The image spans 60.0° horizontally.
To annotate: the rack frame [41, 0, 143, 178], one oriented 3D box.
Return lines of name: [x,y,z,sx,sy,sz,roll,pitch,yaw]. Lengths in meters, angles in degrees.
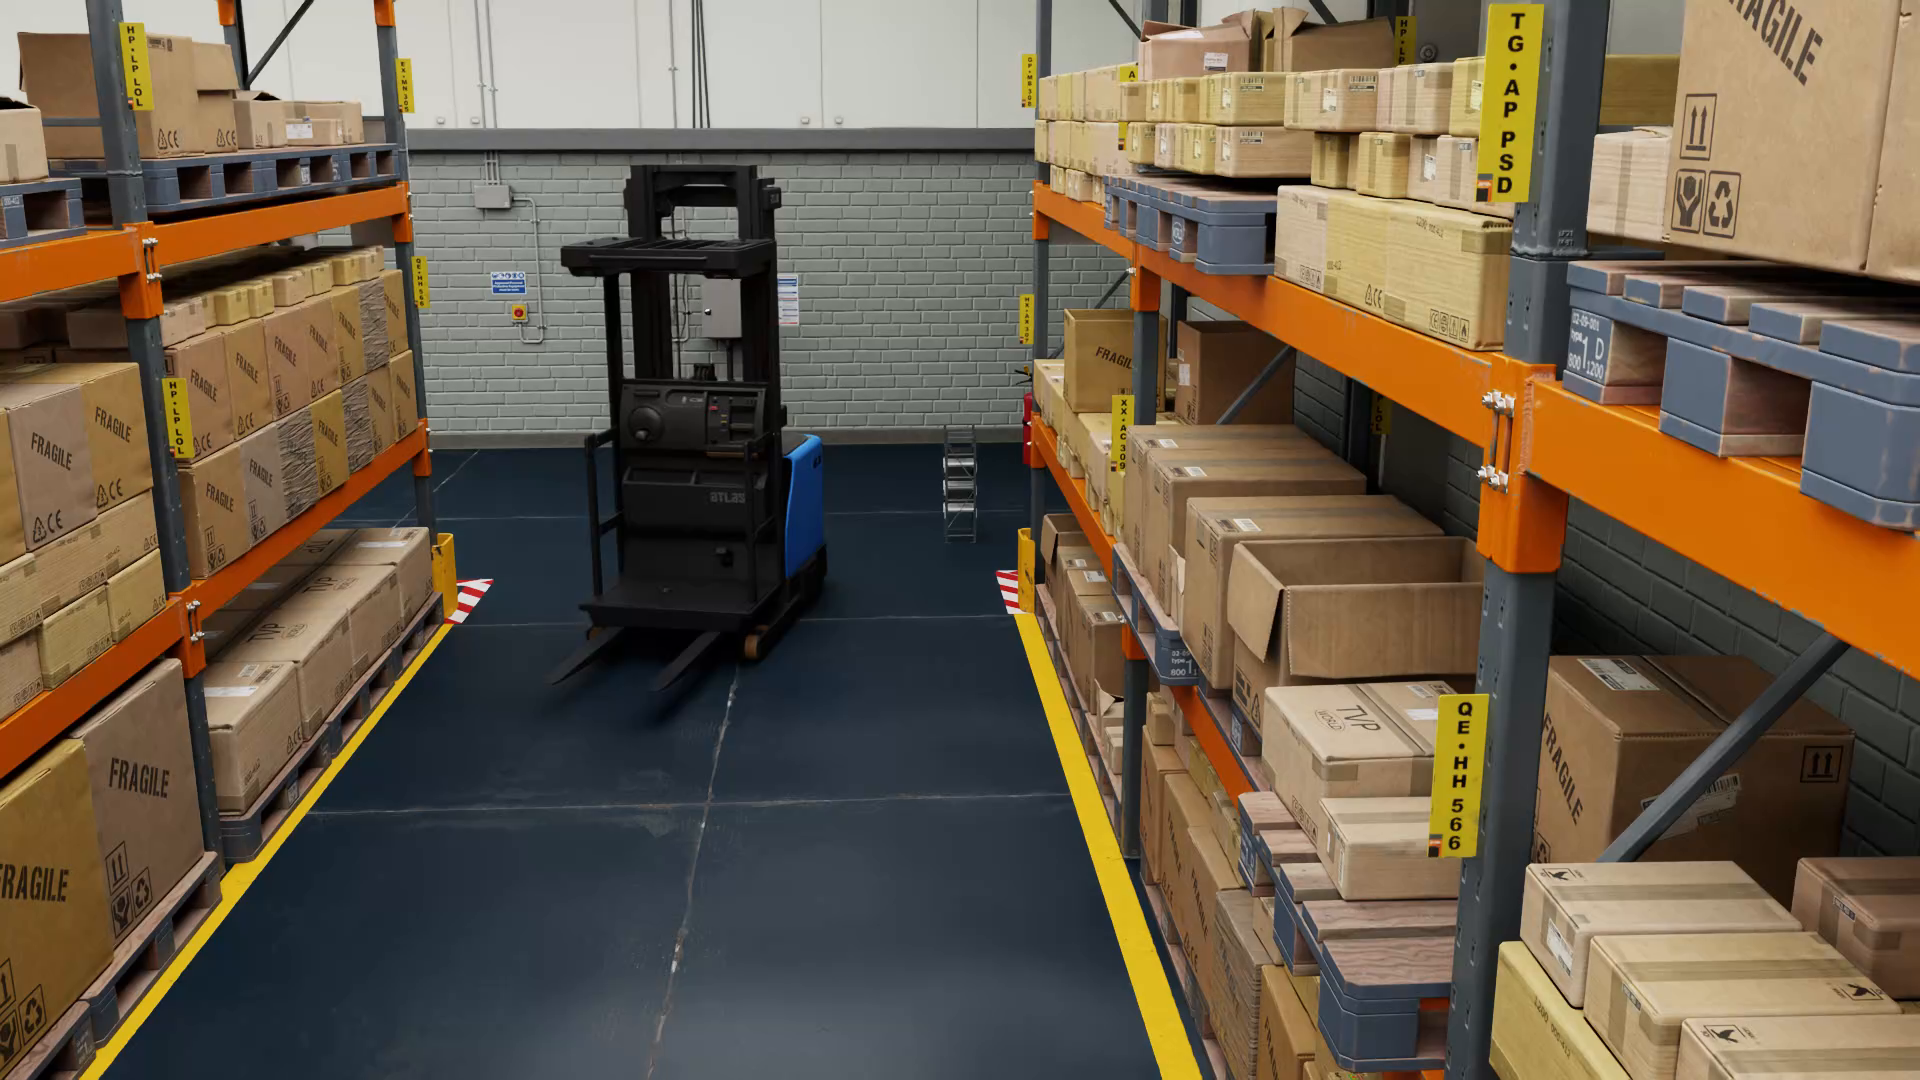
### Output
rack frame: [-3.724,-2.867,6.110,1.000,3.000,0.127,-1,14,-3]

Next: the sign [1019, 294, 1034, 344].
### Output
sign: [0.440,-1.445,10.885,0.100,0.325,0.005,-1,14,-3]

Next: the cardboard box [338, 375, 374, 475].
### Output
cardboard box: [-3.620,-0.636,9.278,0.500,0.500,0.500,0,14,-2]

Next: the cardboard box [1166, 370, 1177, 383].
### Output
cardboard box: [1.306,-0.867,10.080,0.500,0.250,0.500,-1,14,-3]

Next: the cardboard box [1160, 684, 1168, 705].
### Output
cardboard box: [1.047,0.602,6.941,0.380,0.149,0.250,-1,14,-4]

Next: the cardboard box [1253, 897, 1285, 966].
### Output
cardboard box: [1.140,1.200,5.216,0.380,0.149,0.250,-2,15,-6]

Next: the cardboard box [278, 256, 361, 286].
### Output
cardboard box: [-3.636,-1.528,9.437,0.380,0.149,0.250,-1,14,-2]

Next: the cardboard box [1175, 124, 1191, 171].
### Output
cardboard box: [0.917,-1.288,5.452,0.380,0.149,0.250,-1,14,-4]

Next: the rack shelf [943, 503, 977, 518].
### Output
rack shelf: [-0.001,-0.231,12.975,0.258,0.077,0.200,-1,14,-3]

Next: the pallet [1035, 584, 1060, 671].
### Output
pallet: [1.037,0.534,10.529,1.003,0.211,1.213,-1,14,-3]

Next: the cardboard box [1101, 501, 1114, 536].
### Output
cardboard box: [0.880,-0.122,7.983,0.380,0.149,0.250,-1,14,-2]

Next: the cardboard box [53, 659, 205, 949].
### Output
cardboard box: [-3.606,1.017,6.475,0.875,0.875,0.875,0,14,-2]

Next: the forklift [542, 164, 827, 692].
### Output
forklift: [-1.701,-0.777,10.163,1.130,2.935,3.031,2,15,9]

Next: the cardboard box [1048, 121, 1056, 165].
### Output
cardboard box: [0.788,-2.317,9.698,0.500,0.250,0.500,-1,14,-2]

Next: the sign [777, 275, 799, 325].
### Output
sign: [-1.759,-2.368,16.399,0.329,0.494,0.001,-1,14,-3]

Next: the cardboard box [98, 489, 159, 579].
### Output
cardboard box: [-3.454,-0.025,6.402,0.500,0.250,0.500,-1,14,-3]

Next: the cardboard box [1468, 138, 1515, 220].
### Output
cardboard box: [1.215,-0.702,3.216,0.380,0.149,0.250,-1,14,-2]

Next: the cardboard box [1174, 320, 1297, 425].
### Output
cardboard box: [1.403,-0.848,8.502,0.500,0.500,0.500,-1,14,-5]

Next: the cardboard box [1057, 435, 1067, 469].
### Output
cardboard box: [0.758,-0.505,9.474,0.380,0.149,0.250,-1,14,-5]

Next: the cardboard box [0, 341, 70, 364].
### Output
cardboard box: [-4.029,-0.607,7.160,0.500,0.500,0.500,-1,14,-4]

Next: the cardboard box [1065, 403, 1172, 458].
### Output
cardboard box: [0.860,-0.610,9.082,0.500,0.250,0.500,-1,14,-5]

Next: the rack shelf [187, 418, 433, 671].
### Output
rack shelf: [-3.848,-0.111,8.880,1.077,0.370,4.000,-1,14,-3]

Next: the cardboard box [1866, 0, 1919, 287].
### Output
cardboard box: [1.410,-0.489,1.645,0.700,0.500,0.500,-1,14,-5]

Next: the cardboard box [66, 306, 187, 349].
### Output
cardboard box: [-3.485,-0.891,6.960,0.380,0.149,0.250,-1,14,-4]

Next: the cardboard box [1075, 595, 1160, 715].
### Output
cardboard box: [1.003,0.598,8.855,0.700,0.500,0.500,-1,14,-6]

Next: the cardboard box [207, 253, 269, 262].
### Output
cardboard box: [-4.238,-1.580,9.639,0.380,0.149,0.250,0,14,-2]

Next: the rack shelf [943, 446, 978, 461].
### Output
rack shelf: [-0.001,-0.667,12.863,0.258,0.077,0.200,-1,14,-3]

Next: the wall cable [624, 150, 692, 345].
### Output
wall cable: [-2.930,-2.875,16.142,0.588,1.984,0.122,-1,14,-3]

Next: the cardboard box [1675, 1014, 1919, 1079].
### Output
cardboard box: [1.262,0.807,2.369,0.380,0.149,0.250,0,14,-2]

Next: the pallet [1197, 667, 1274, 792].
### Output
pallet: [1.352,0.565,5.196,1.003,0.211,1.213,-1,14,-3]

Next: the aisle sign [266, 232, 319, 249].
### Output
aisle sign: [-4.266,-2.229,10.452,0.394,0.787,0.004,-1,14,-3]

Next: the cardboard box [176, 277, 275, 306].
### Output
cardboard box: [-3.614,-1.208,8.192,0.380,0.149,0.250,-1,14,-4]

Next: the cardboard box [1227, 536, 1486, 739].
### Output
cardboard box: [1.192,0.299,4.794,0.797,0.503,0.637,-1,14,-5]

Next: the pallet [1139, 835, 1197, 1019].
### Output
pallet: [1.318,1.513,6.722,1.003,0.211,1.213,-1,14,-3]

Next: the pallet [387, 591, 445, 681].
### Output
pallet: [-3.845,0.592,10.303,1.003,0.211,1.213,-1,14,-3]

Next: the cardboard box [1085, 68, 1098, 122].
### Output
cardboard box: [0.895,-2.179,8.158,0.500,0.250,0.500,-1,14,-2]

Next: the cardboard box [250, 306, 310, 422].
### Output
cardboard box: [-3.558,-0.870,8.180,0.500,0.500,0.500,-1,14,-2]

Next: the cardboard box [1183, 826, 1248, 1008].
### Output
cardboard box: [1.104,1.348,5.940,0.500,0.500,0.500,-1,14,-5]

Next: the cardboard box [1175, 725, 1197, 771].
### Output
cardboard box: [1.081,0.815,6.711,0.380,0.149,0.250,-1,14,-5]

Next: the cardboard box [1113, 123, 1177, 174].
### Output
cardboard box: [0.950,-1.679,7.218,0.500,0.250,0.500,-1,14,-3]

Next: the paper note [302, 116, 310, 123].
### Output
paper note: [-3.261,-2.101,8.302,0.006,0.032,0.123,-1,14,-3]

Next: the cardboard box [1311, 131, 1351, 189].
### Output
cardboard box: [1.161,-1.022,4.461,0.380,0.149,0.250,0,14,-2]

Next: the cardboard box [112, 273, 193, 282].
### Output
cardboard box: [-4.107,-1.260,8.394,0.380,0.149,0.250,-1,14,-3]

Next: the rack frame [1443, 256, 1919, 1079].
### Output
rack frame: [1.477,0.956,3.292,1.000,3.000,0.127,-1,14,-3]

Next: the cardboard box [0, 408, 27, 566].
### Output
cardboard box: [-3.395,-0.132,5.313,0.500,0.500,0.500,0,14,-2]

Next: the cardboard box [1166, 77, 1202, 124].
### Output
cardboard box: [0.914,-1.492,5.651,0.380,0.149,0.250,-1,14,-4]

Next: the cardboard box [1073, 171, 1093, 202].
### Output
cardboard box: [0.788,-1.837,8.632,0.380,0.149,0.250,-1,14,-2]

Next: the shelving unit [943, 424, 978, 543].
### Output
shelving unit: [-0.001,-0.438,12.922,0.258,0.900,0.210,-1,14,-3]

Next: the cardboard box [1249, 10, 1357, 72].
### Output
cardboard box: [1.317,-1.892,6.371,0.396,0.266,0.258,-1,14,-4]

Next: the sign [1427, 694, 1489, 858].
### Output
sign: [0.936,0.444,3.116,0.100,0.325,0.005,-1,14,-3]

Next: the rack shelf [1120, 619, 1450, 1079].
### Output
rack shelf: [1.353,0.807,5.315,1.077,0.370,4.000,-1,14,-3]

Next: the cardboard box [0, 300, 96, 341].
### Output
cardboard box: [-3.969,-0.947,7.179,0.380,0.149,0.250,-1,14,-2]

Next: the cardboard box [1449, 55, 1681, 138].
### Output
cardboard box: [1.161,-0.843,3.165,0.380,0.149,0.250,0,14,-2]
